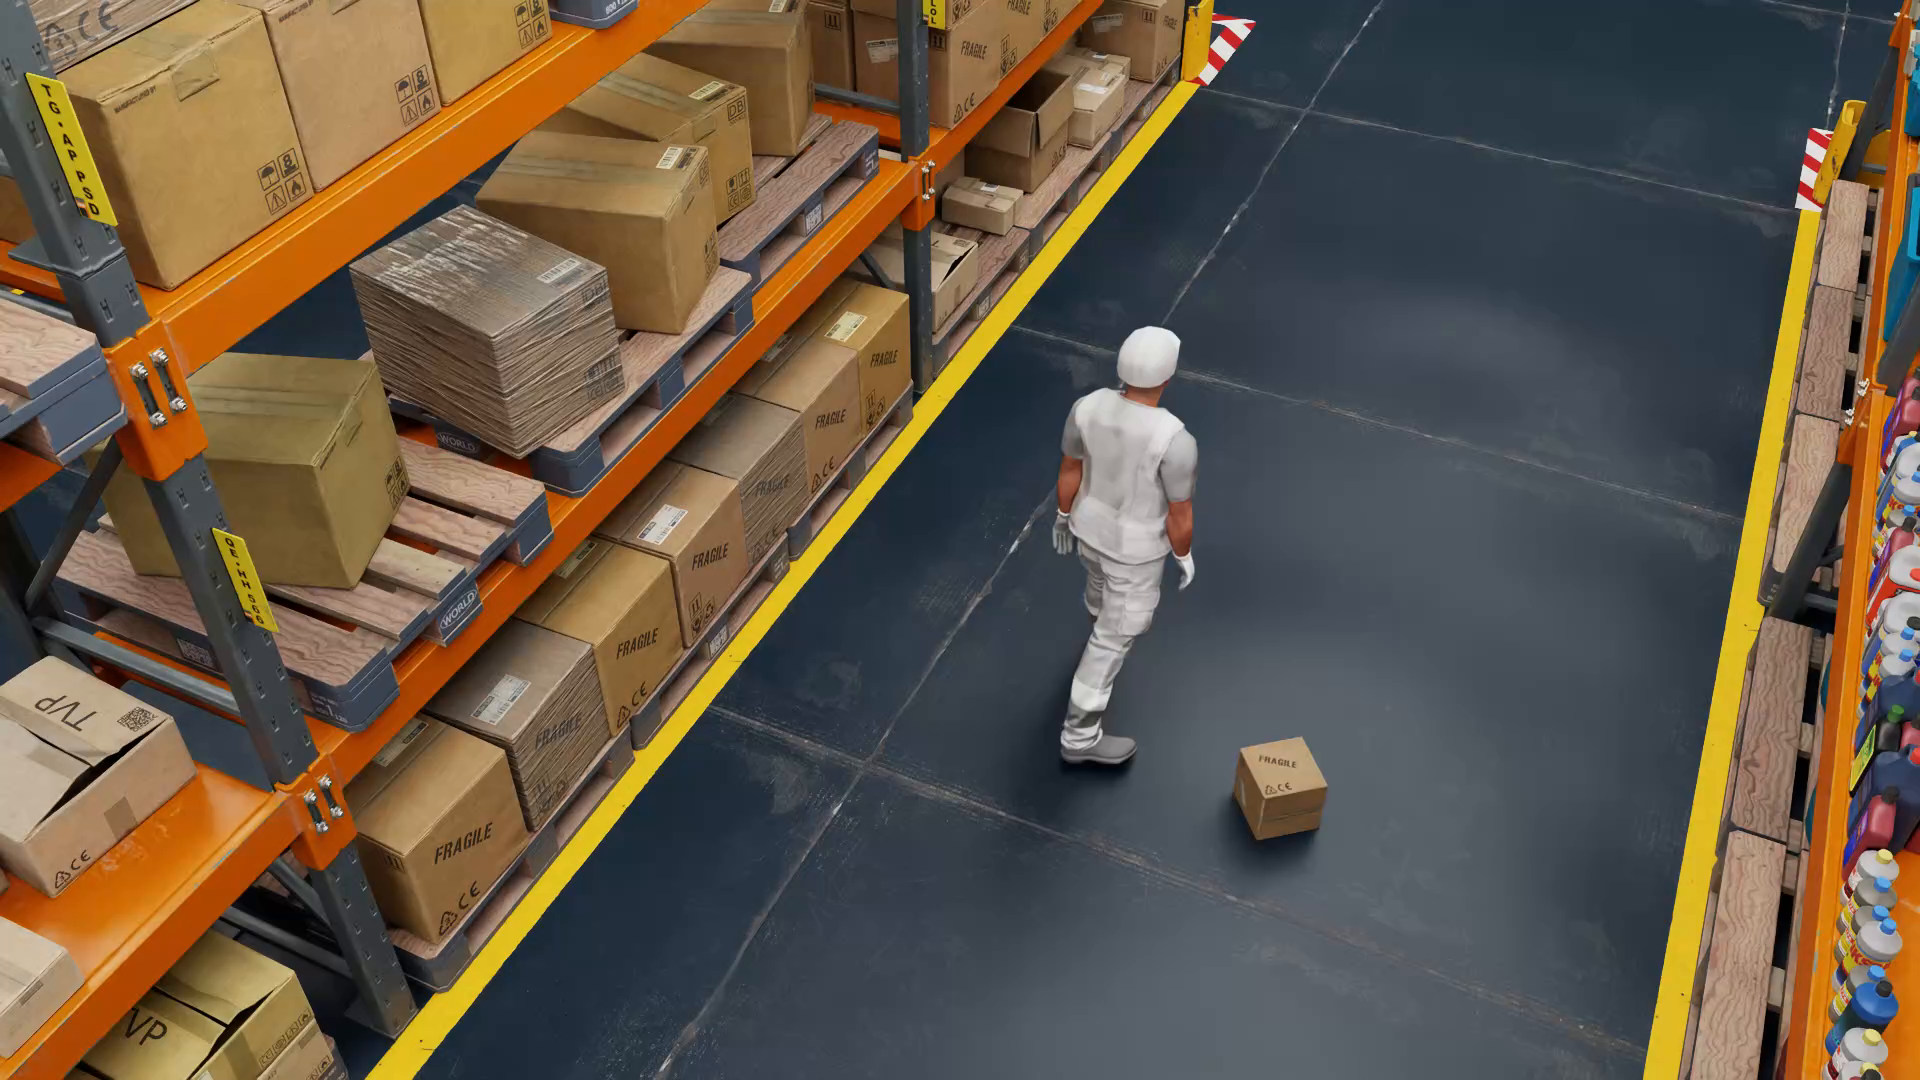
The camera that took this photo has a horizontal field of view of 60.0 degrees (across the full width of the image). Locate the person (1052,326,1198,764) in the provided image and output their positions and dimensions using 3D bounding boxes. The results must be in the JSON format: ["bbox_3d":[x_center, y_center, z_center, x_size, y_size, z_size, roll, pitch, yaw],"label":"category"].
[{"bbox_3d":[0.617,-0.055,6.201,0.634,1.753,0.904,32,51,31],"label":"person"}]
